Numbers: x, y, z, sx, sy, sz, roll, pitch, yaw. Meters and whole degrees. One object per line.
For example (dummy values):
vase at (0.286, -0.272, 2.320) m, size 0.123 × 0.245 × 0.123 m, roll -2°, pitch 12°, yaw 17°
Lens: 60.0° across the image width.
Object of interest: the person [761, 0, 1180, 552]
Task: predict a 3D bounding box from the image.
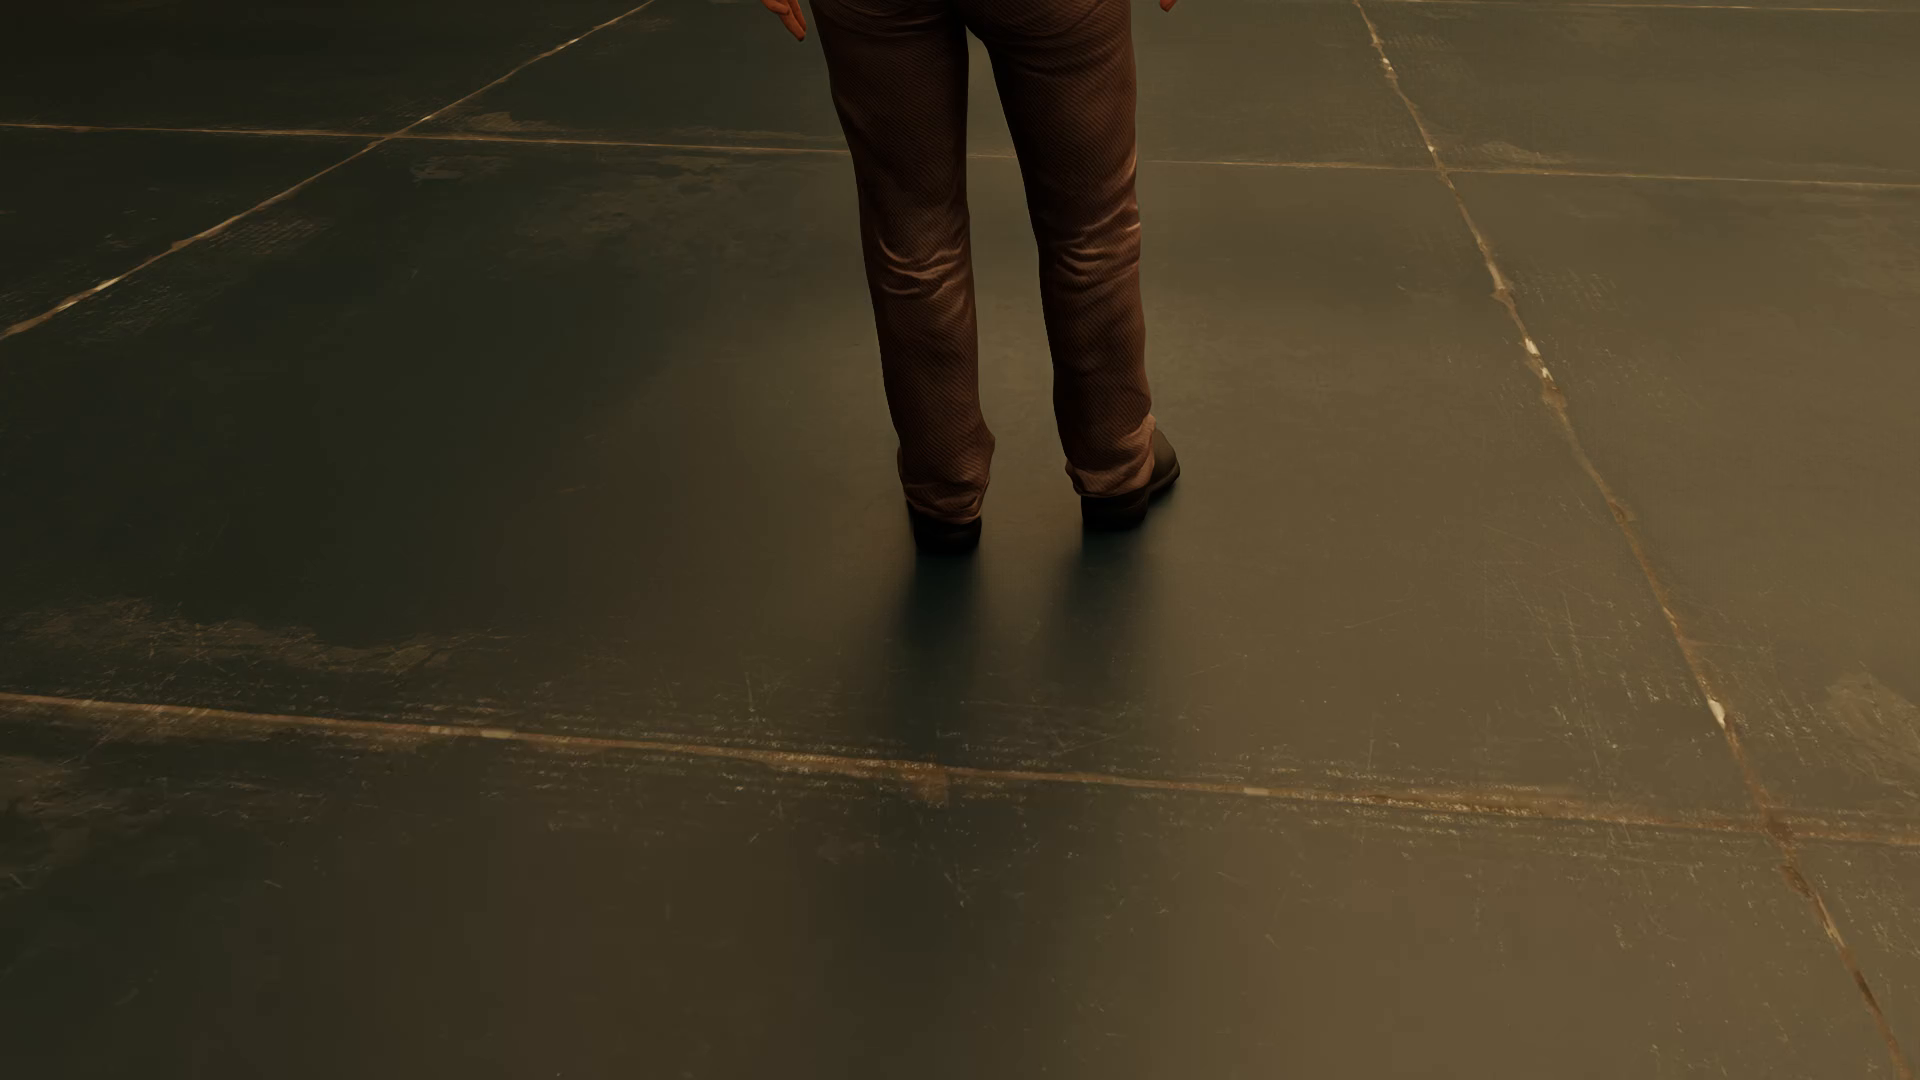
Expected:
person at (0.016, -0.804, 2.166) m, size 0.632 × 1.720 × 0.568 m, roll 3°, pitch 27°, yaw 7°
